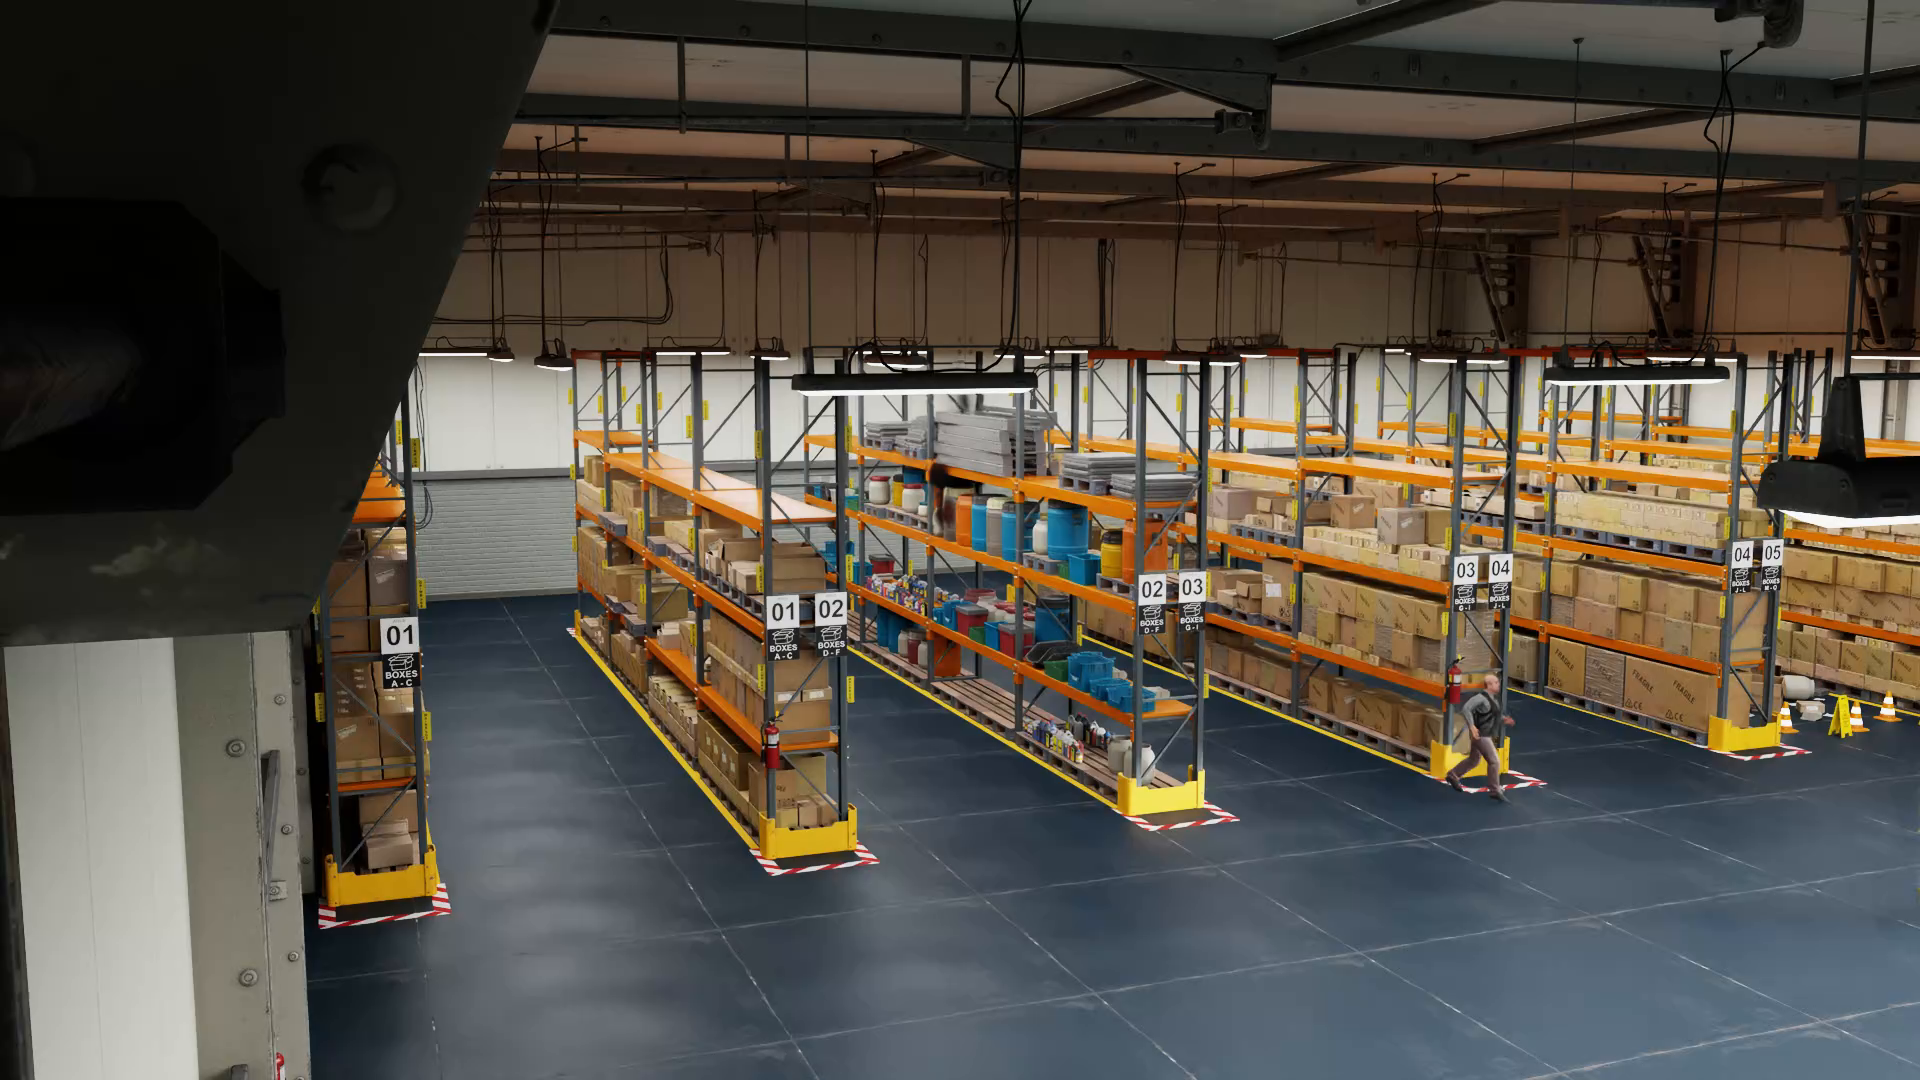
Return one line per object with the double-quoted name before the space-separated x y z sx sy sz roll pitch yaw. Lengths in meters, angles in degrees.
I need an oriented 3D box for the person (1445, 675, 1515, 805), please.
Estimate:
"person" 7.073 2.674 22.601 0.934 1.738 0.608 4 8 29
